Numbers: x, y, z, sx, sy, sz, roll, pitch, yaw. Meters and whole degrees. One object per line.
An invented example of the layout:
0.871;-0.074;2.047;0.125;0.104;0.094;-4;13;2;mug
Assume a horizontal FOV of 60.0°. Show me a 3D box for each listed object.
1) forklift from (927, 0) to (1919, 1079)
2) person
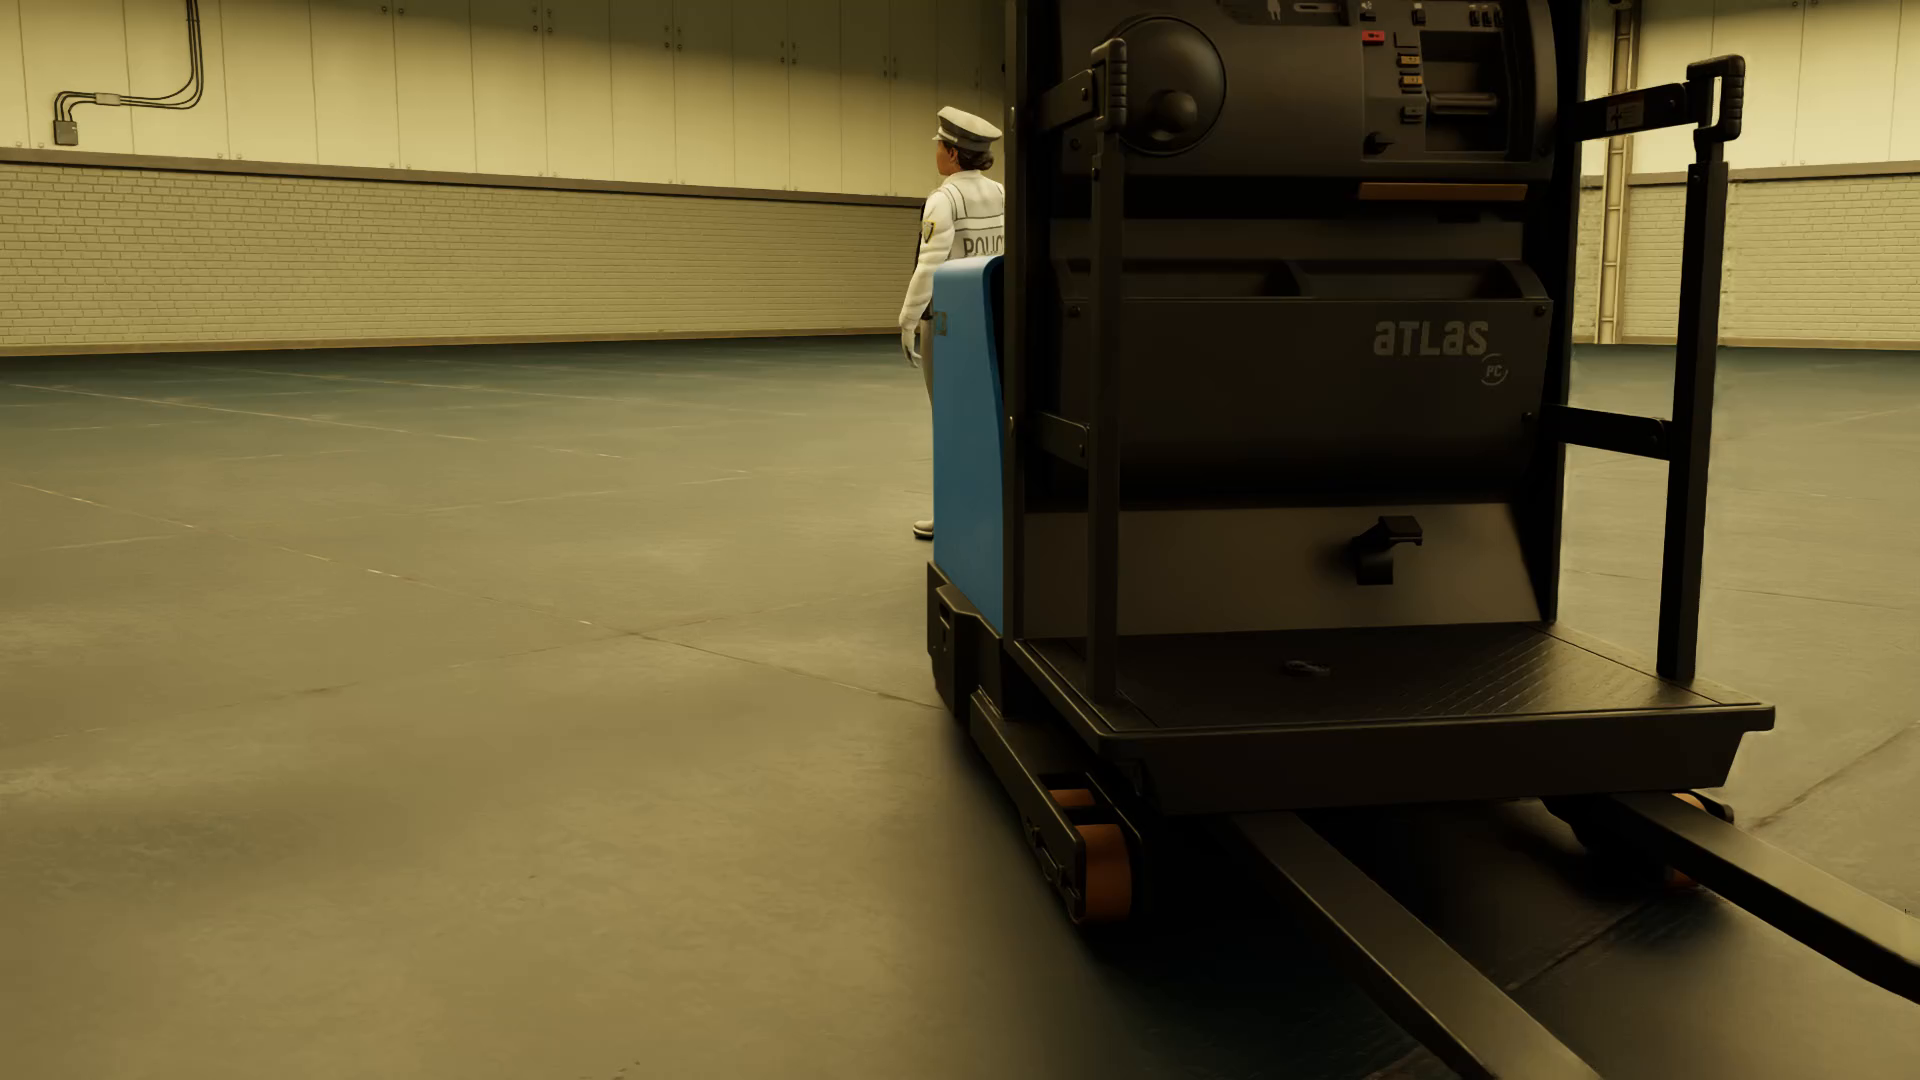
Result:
0.665;-0.892;2.798;1.130;2.935;3.031;-1;9;-9;forklift
-0.045;-0.853;6.642;0.531;1.695;0.588;8;12;43;person
